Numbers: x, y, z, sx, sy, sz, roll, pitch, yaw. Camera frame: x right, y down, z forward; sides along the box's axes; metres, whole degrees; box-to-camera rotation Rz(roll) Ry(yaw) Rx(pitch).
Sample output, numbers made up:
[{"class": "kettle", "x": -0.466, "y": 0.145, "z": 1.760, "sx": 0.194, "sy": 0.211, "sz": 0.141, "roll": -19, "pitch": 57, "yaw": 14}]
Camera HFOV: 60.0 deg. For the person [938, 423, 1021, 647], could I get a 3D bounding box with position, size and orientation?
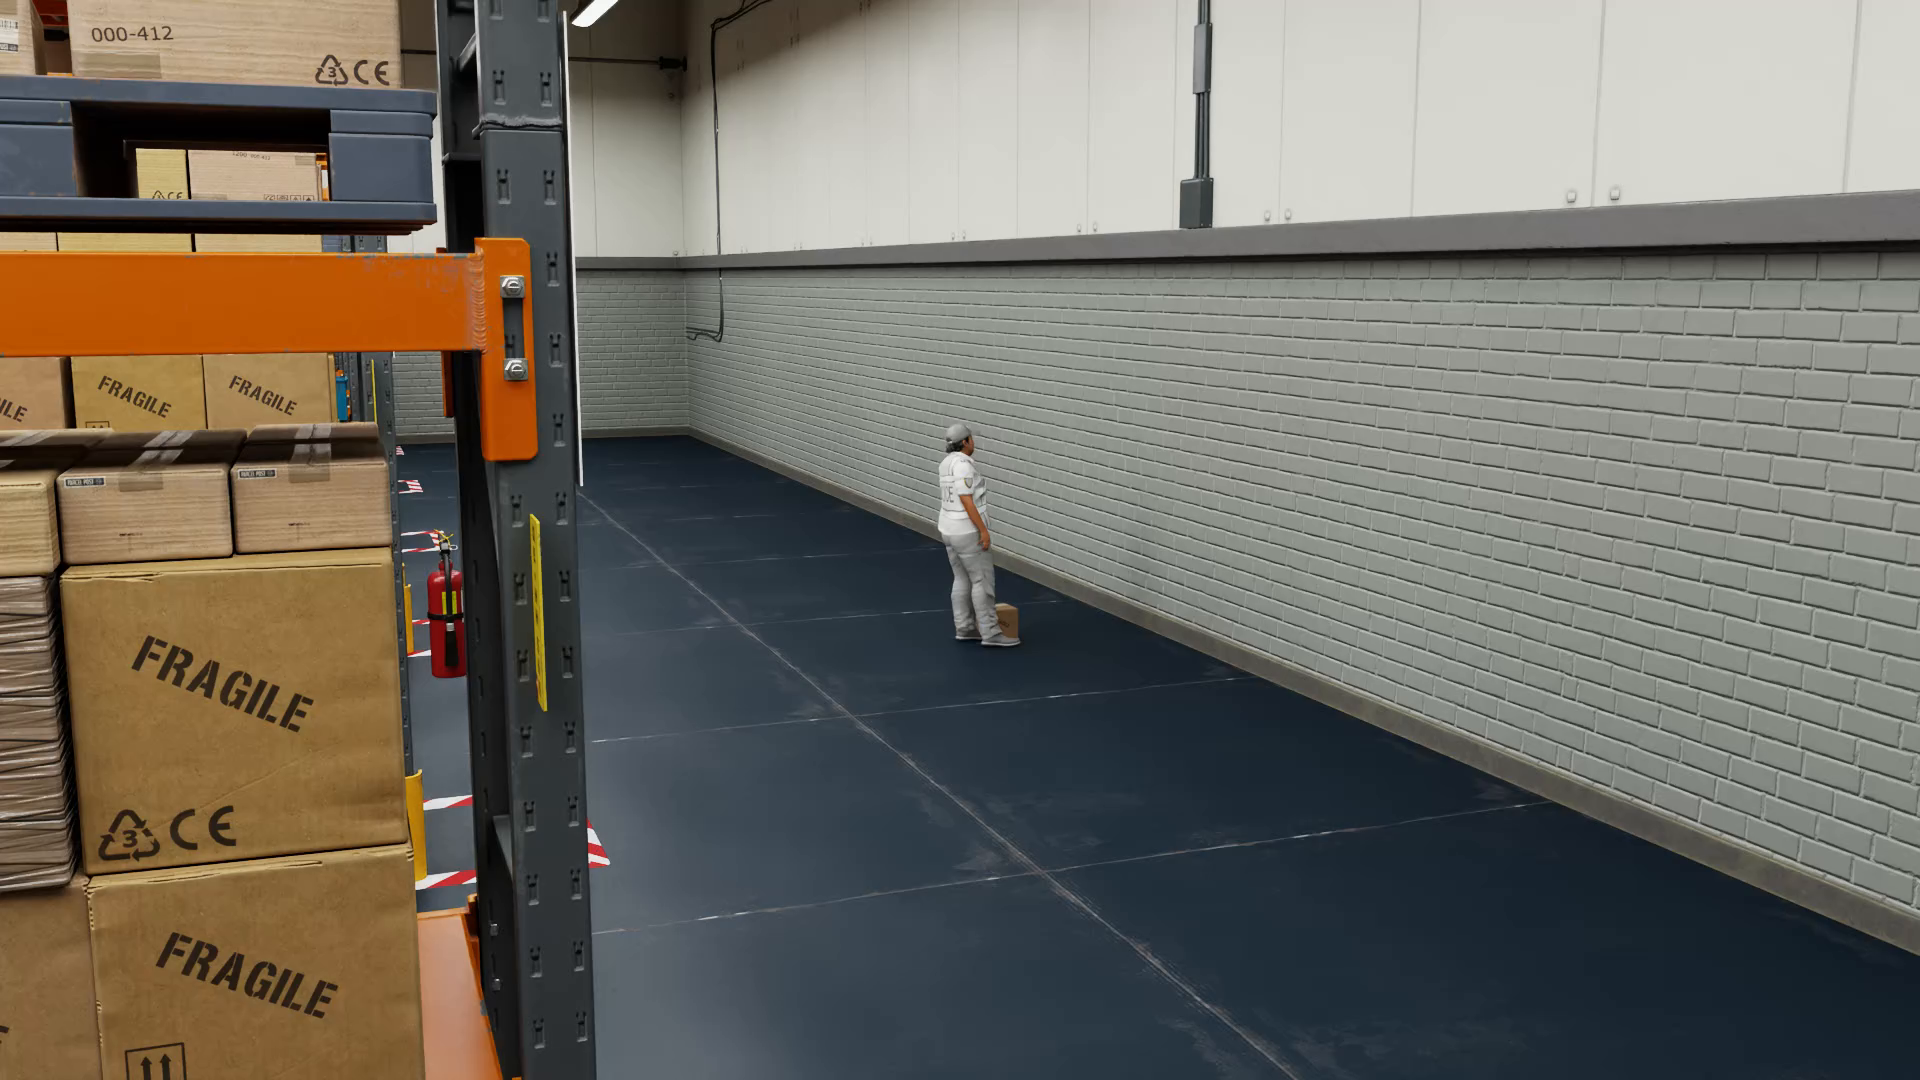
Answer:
[{"class": "person", "x": 0.124, "y": -0.051, "z": 12.611, "sx": 0.529, "sy": 1.670, "sz": 0.598, "roll": -3, "pitch": 10, "yaw": -21}]
